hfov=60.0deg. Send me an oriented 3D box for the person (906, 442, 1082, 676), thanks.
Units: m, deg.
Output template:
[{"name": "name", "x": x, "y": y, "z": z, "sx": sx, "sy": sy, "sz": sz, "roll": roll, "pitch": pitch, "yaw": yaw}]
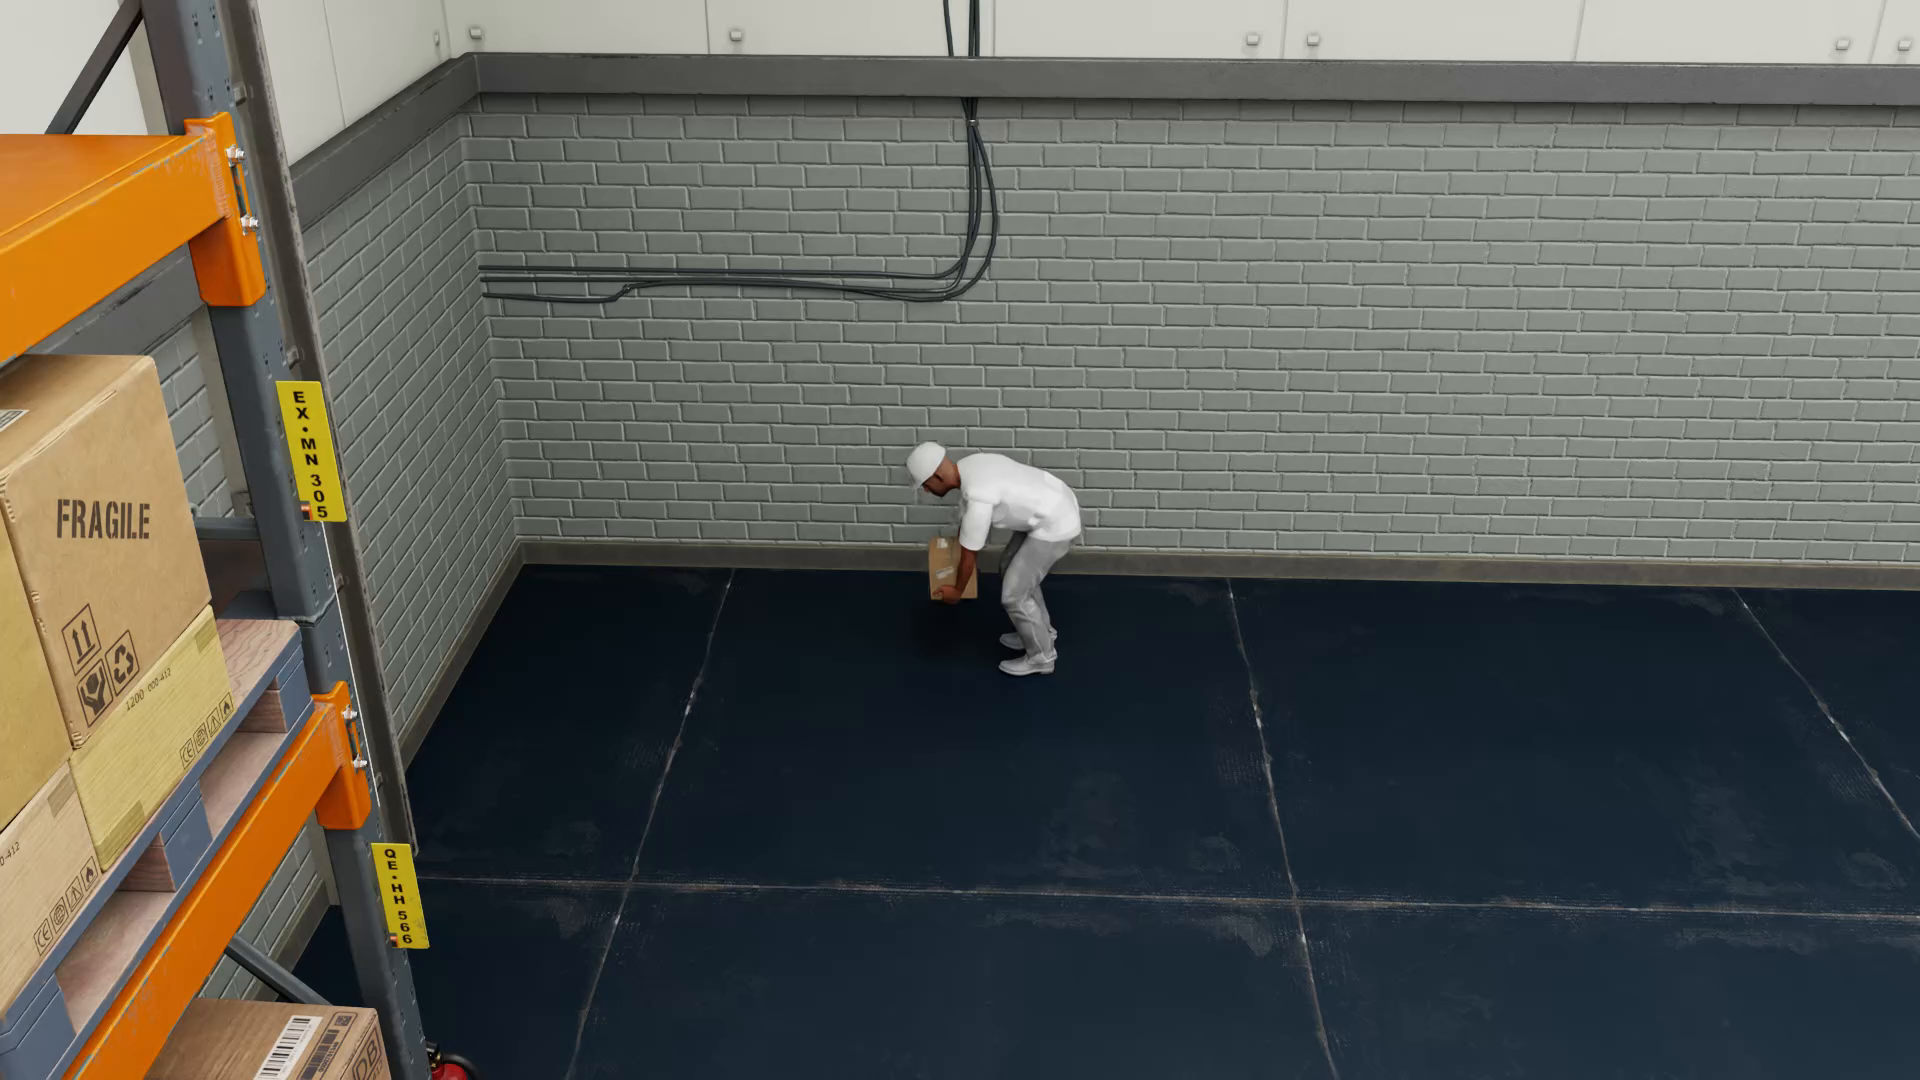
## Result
[{"name": "person", "x": 0.181, "y": 0.081, "z": 8.928, "sx": 0.924, "sy": 1.310, "sz": 0.493, "roll": 0, "pitch": 28, "yaw": 0}]
